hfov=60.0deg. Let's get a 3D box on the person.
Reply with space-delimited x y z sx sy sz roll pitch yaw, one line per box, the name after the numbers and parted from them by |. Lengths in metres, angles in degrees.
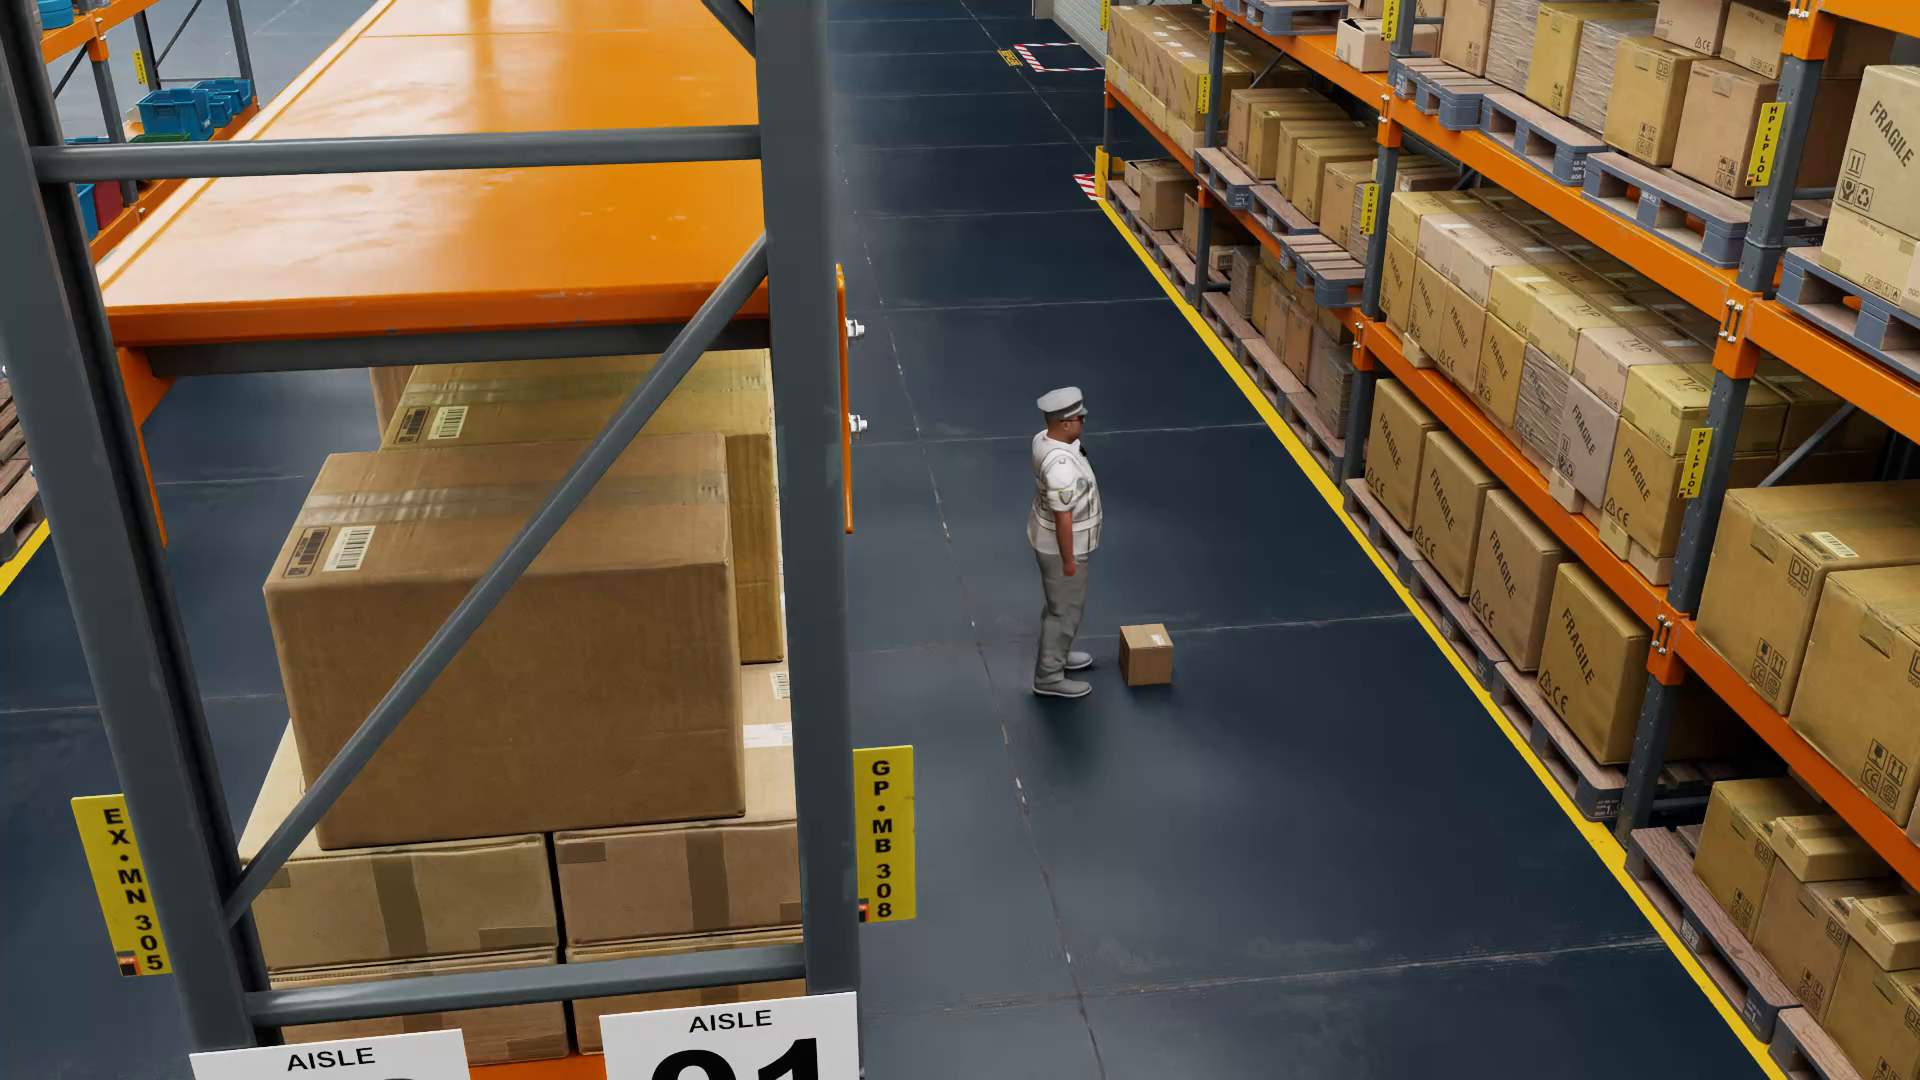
0.575 0.003 9.084 0.405 1.764 0.527 -3 27 -6 | person
